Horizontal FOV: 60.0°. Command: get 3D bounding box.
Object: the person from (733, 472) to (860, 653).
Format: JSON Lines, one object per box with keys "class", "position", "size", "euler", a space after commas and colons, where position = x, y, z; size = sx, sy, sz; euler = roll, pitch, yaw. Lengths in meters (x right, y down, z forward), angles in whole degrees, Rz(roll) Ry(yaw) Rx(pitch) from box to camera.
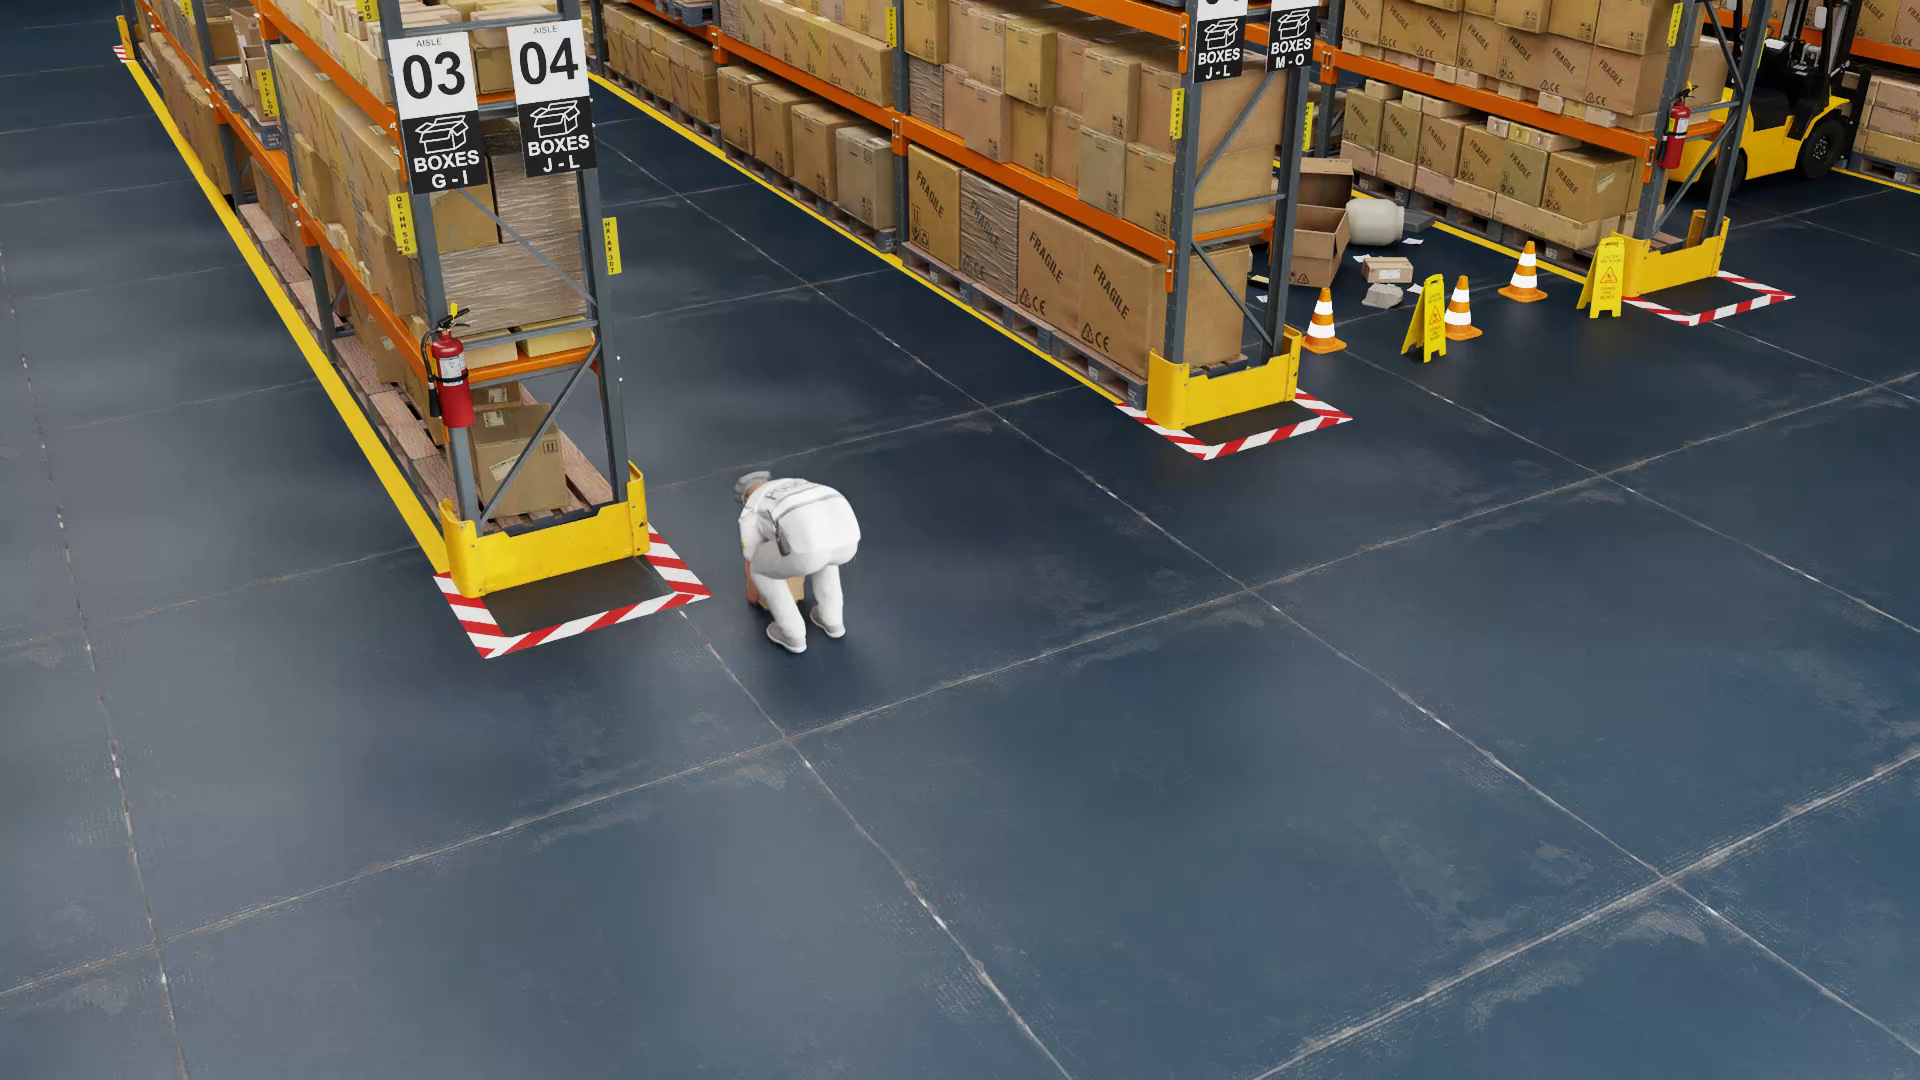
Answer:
{"class": "person", "position": [-0.946, 0.065, 9.302], "size": [0.536, 0.929, 1.025], "euler": [-17, 33, -28]}
